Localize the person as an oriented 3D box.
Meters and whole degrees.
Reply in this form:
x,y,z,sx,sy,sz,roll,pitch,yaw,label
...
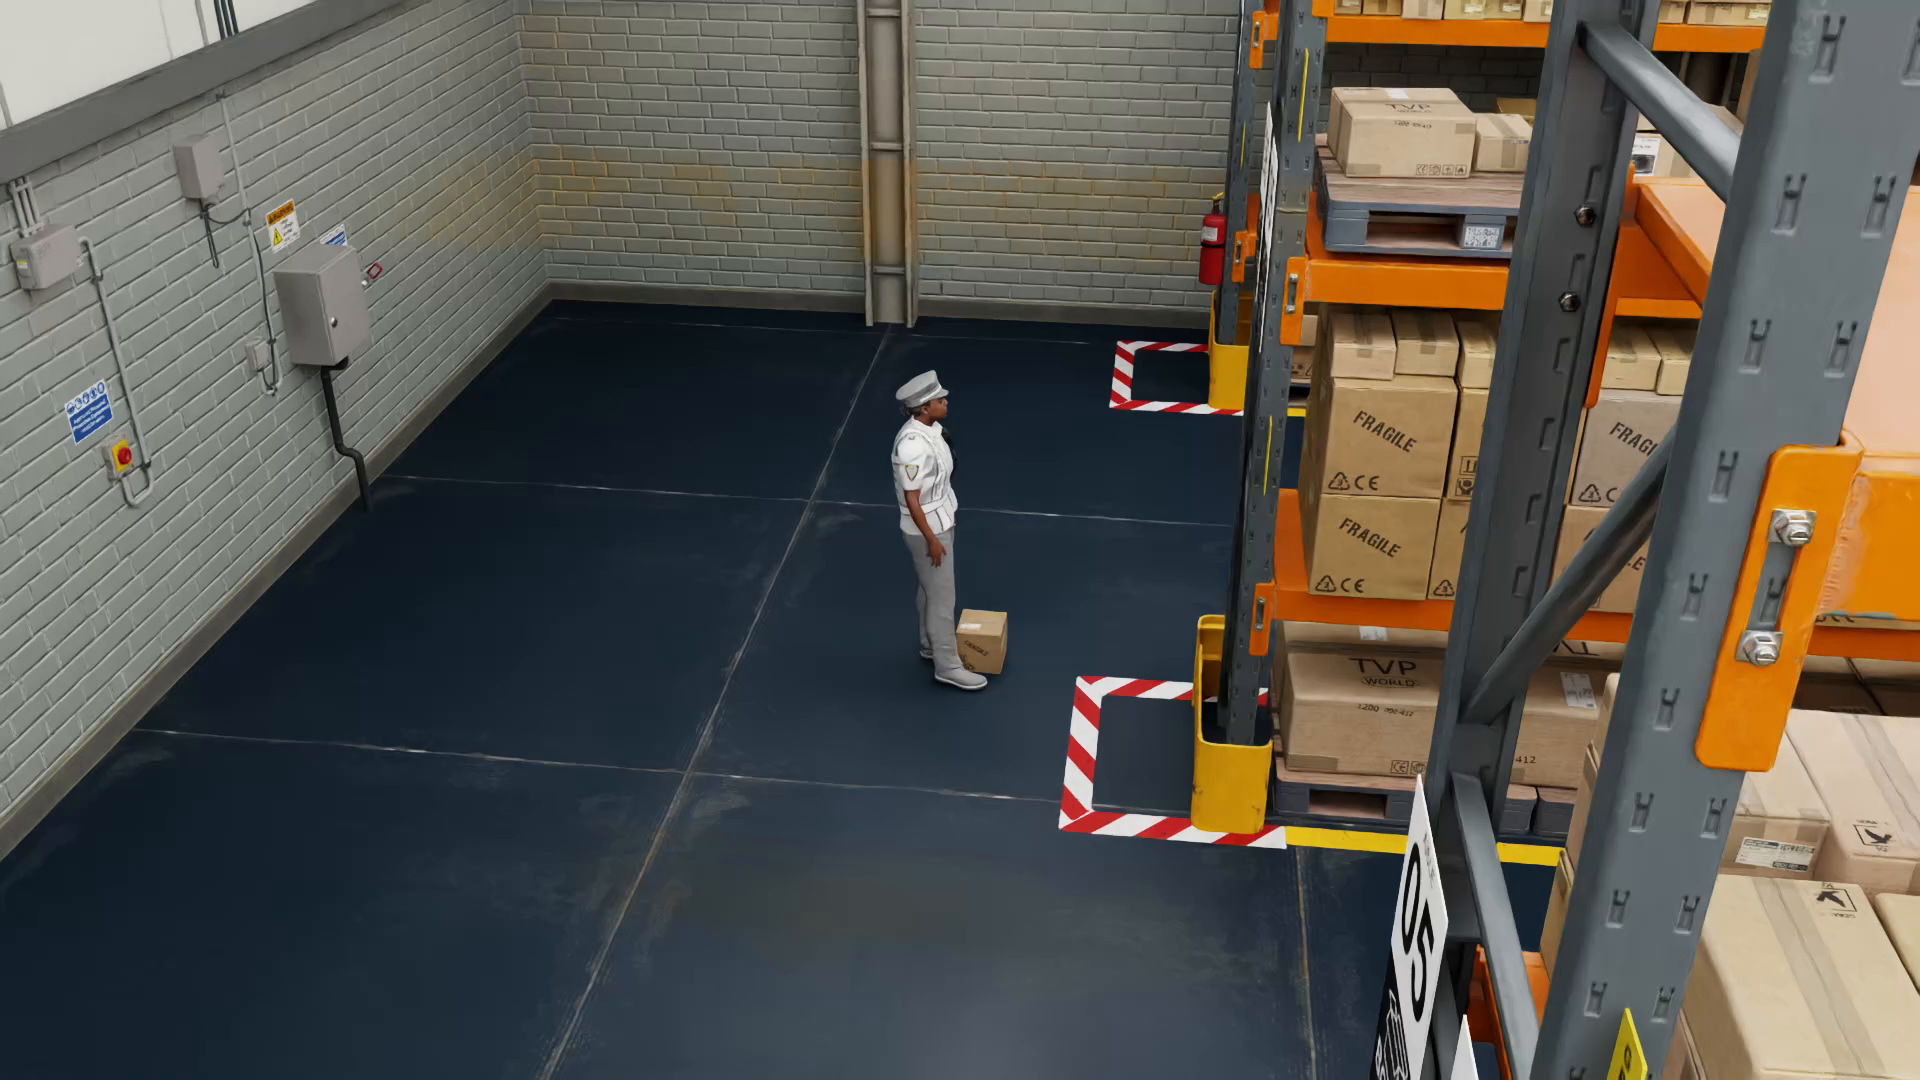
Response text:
x,y,z,sx,sy,sz,roll,pitch,yaw,label
-0.087,-0.077,8.814,0.530,1.695,0.569,3,29,6,person
